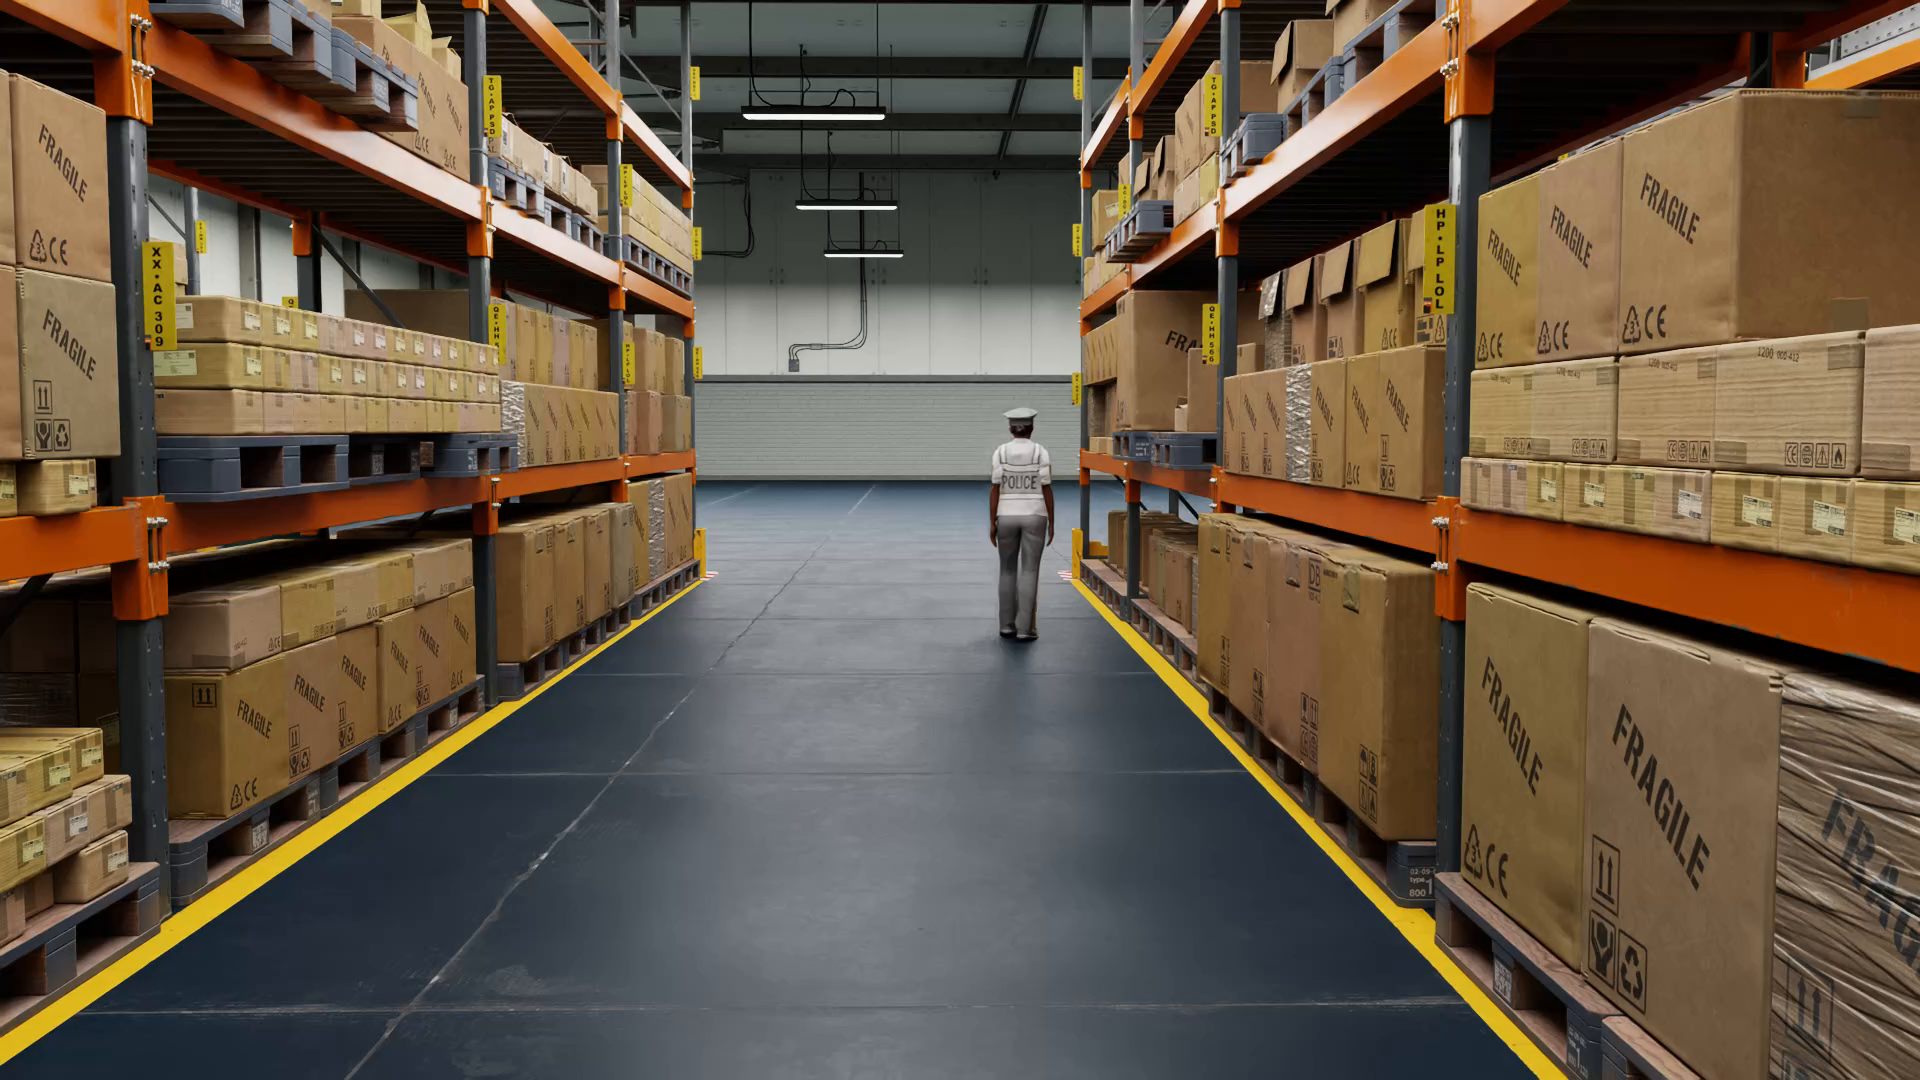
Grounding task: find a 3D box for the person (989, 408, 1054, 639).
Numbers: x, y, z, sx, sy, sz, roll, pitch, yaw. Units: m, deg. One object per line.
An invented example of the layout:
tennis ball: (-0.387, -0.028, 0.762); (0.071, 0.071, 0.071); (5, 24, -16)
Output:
person: (0.473, -0.124, 12.120); (0.459, 1.670, 0.571); (1, 4, 13)
